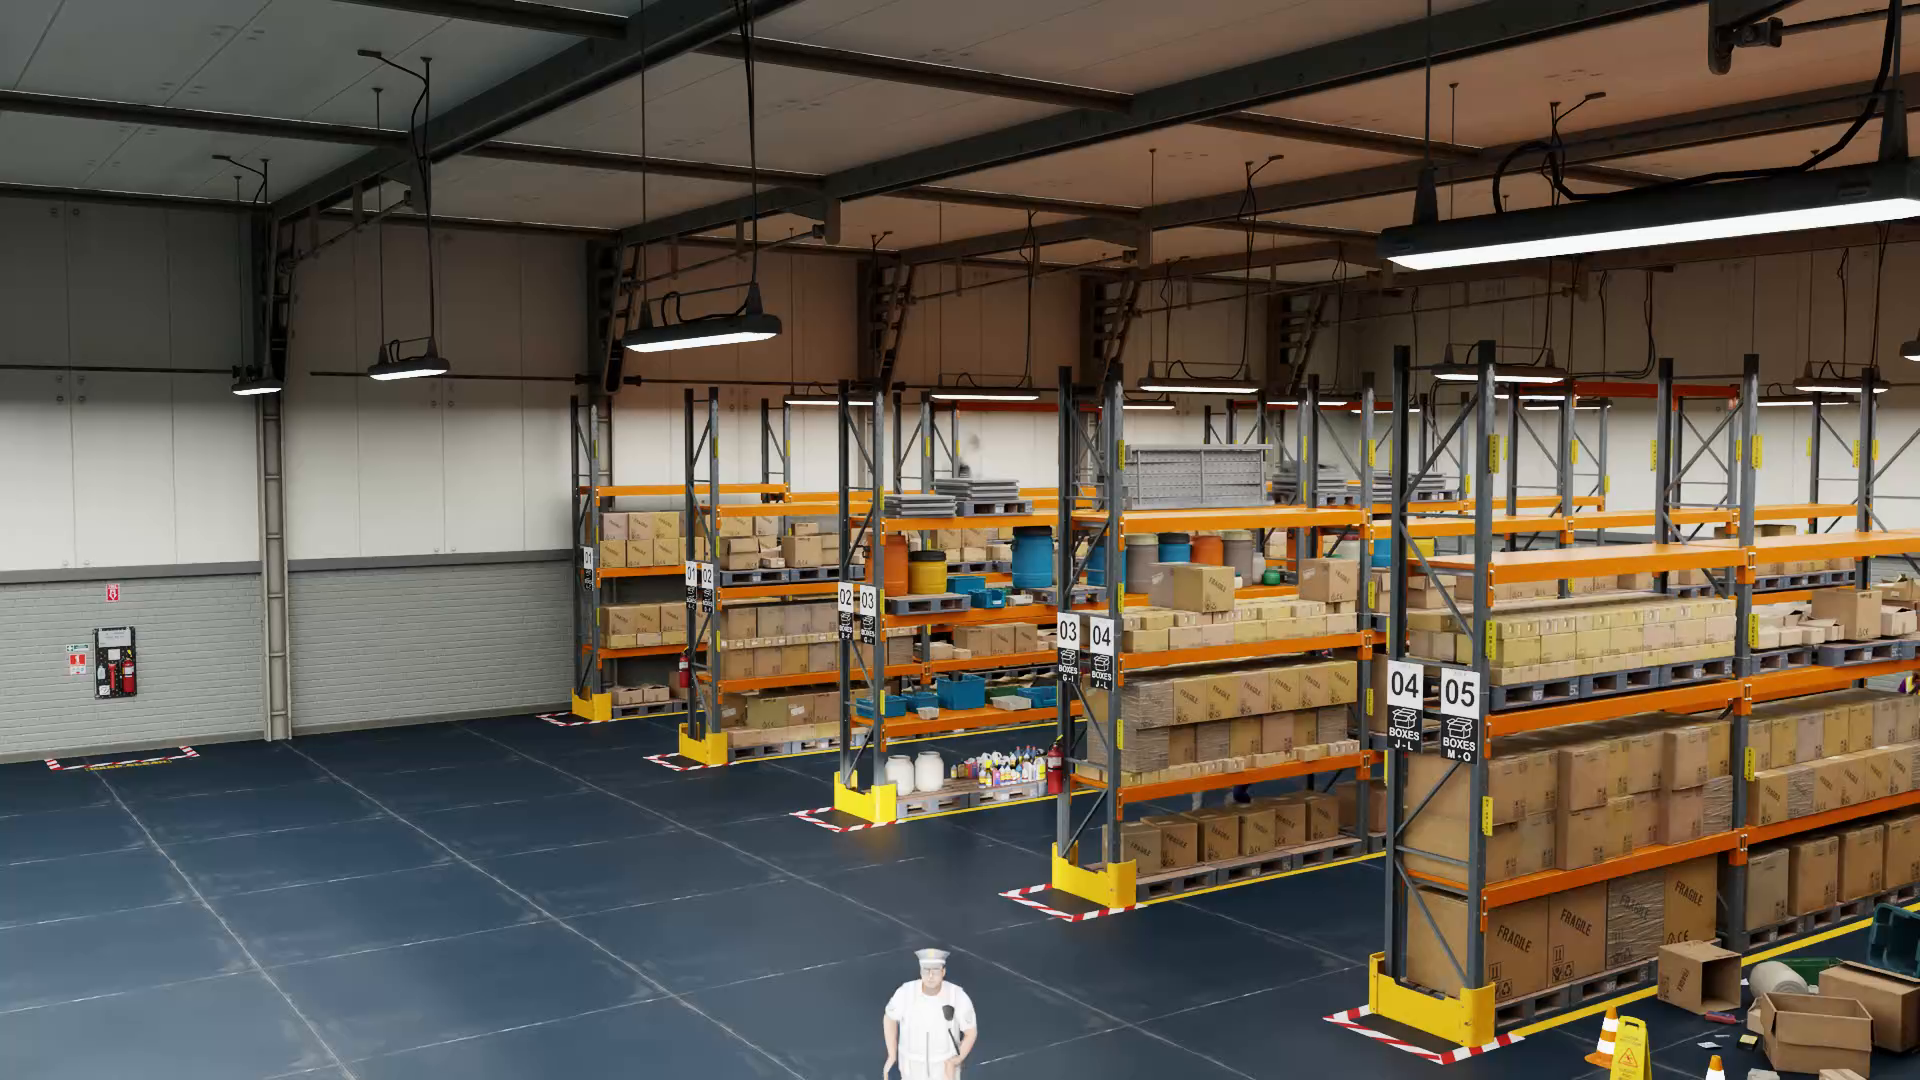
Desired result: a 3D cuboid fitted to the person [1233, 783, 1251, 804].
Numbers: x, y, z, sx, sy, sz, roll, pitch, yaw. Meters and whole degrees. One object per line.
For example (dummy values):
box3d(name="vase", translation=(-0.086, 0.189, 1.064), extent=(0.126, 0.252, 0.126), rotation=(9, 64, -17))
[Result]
box3d(name="person", translation=(5.249, 3.347, 17.112), extent=(4.206, 1.686, 10.357), rotation=(-3, 4, -37))

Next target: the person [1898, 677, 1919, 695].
box3d(name="person", translation=(14.982, 2.674, 25.989), extent=(0.414, 1.586, 0.686), rotation=(-3, 4, -37))

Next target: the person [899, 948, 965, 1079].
box3d(name="person", translation=(-0.191, 3.614, 11.391), extent=(0.456, 1.726, 0.546), rotation=(0, 3, 2))

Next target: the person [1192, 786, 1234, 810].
box3d(name="person", translation=(1.897, 1.790, 29.560), extent=(7.040, 3.168, 13.017), rotation=(-3, 4, -39))
